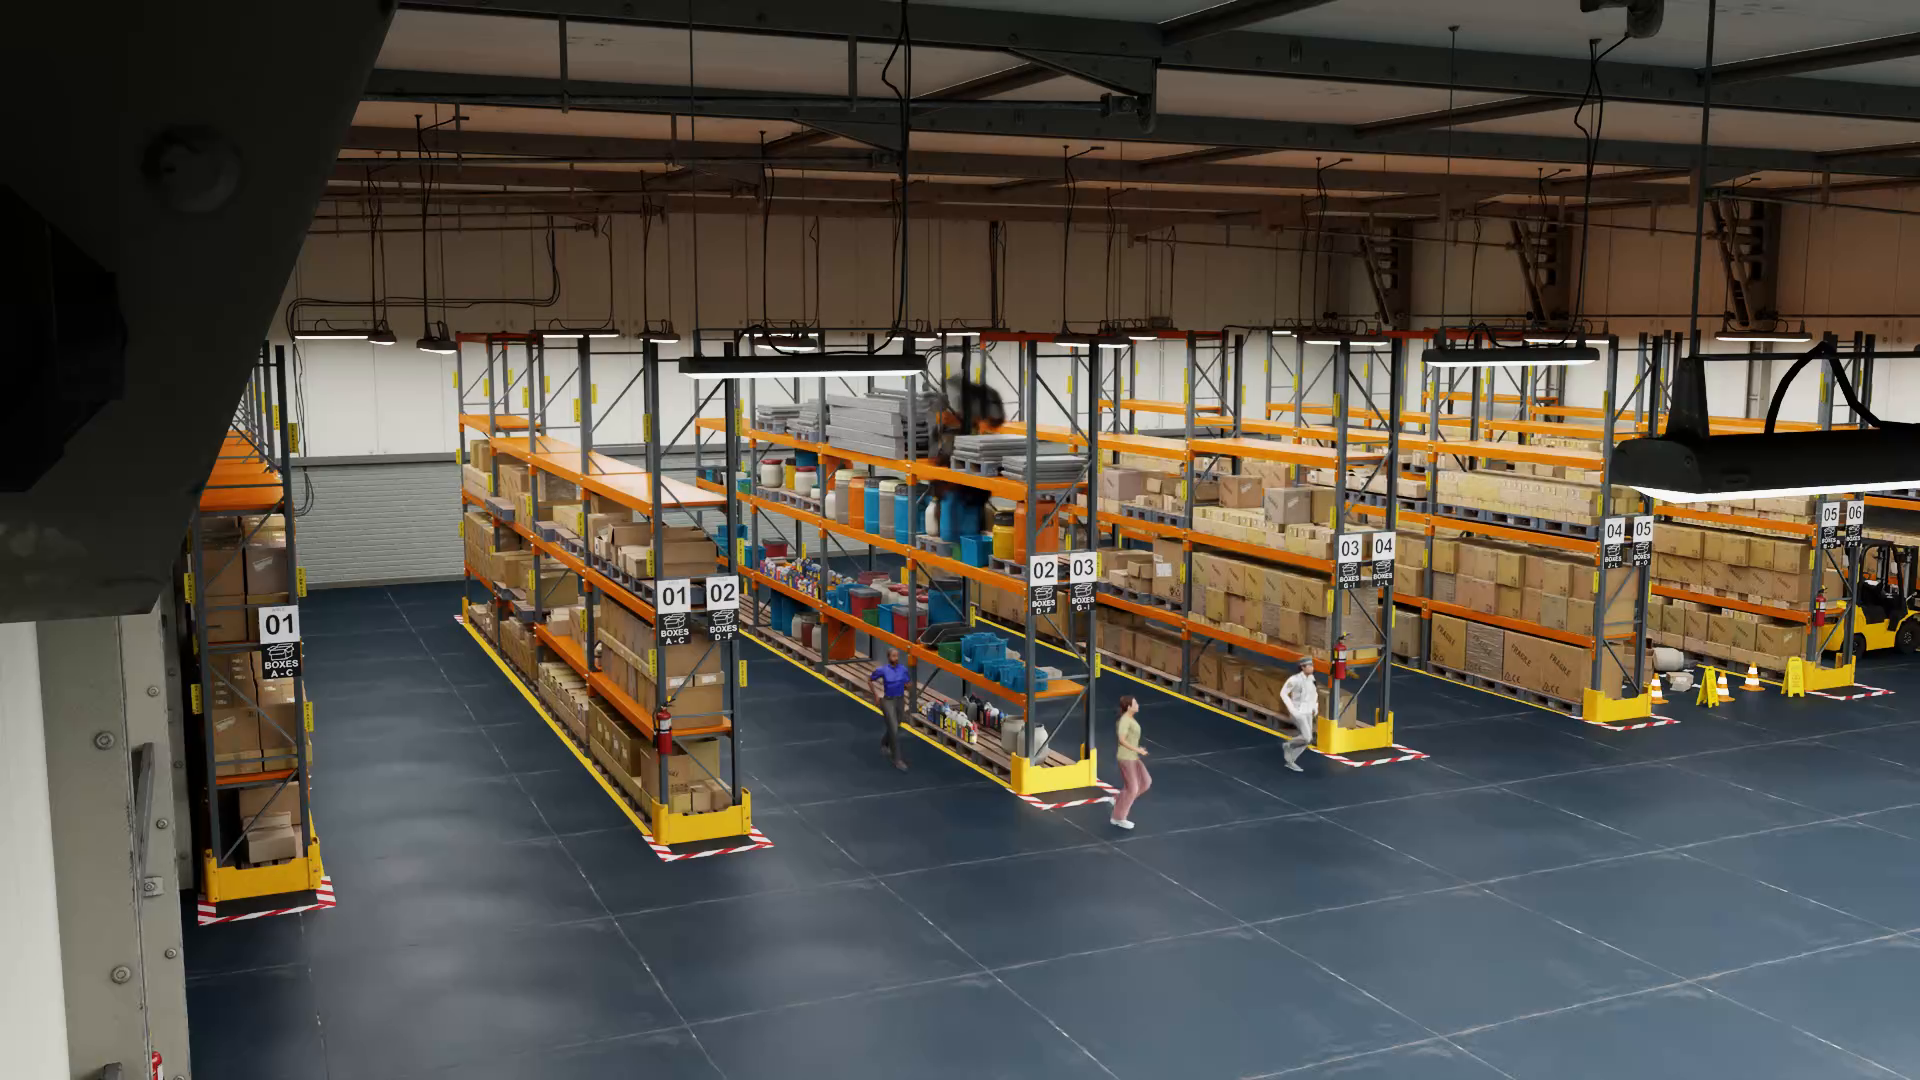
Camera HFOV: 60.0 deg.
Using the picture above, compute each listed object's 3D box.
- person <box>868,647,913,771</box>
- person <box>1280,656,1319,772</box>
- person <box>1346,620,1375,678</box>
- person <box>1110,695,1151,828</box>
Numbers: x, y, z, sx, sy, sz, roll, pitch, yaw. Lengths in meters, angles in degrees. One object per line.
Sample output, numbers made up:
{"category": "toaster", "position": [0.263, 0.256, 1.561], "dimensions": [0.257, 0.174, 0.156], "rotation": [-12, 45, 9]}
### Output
{"category": "person", "position": [-0.951, 2.339, 23.465], "dimensions": [0.566, 1.672, 0.908], "rotation": [-5, 9, -34]}
{"category": "person", "position": [4.813, 2.414, 23.189], "dimensions": [0.626, 1.631, 0.459], "rotation": [-6, 10, -36]}
{"category": "person", "position": [6.942, 1.566, 29.008], "dimensions": [0.692, 1.724, 0.607], "rotation": [-5, 9, -34]}
{"category": "person", "position": [2.138, 2.741, 20.784], "dimensions": [0.505, 1.638, 0.595], "rotation": [2, 8, 13]}
